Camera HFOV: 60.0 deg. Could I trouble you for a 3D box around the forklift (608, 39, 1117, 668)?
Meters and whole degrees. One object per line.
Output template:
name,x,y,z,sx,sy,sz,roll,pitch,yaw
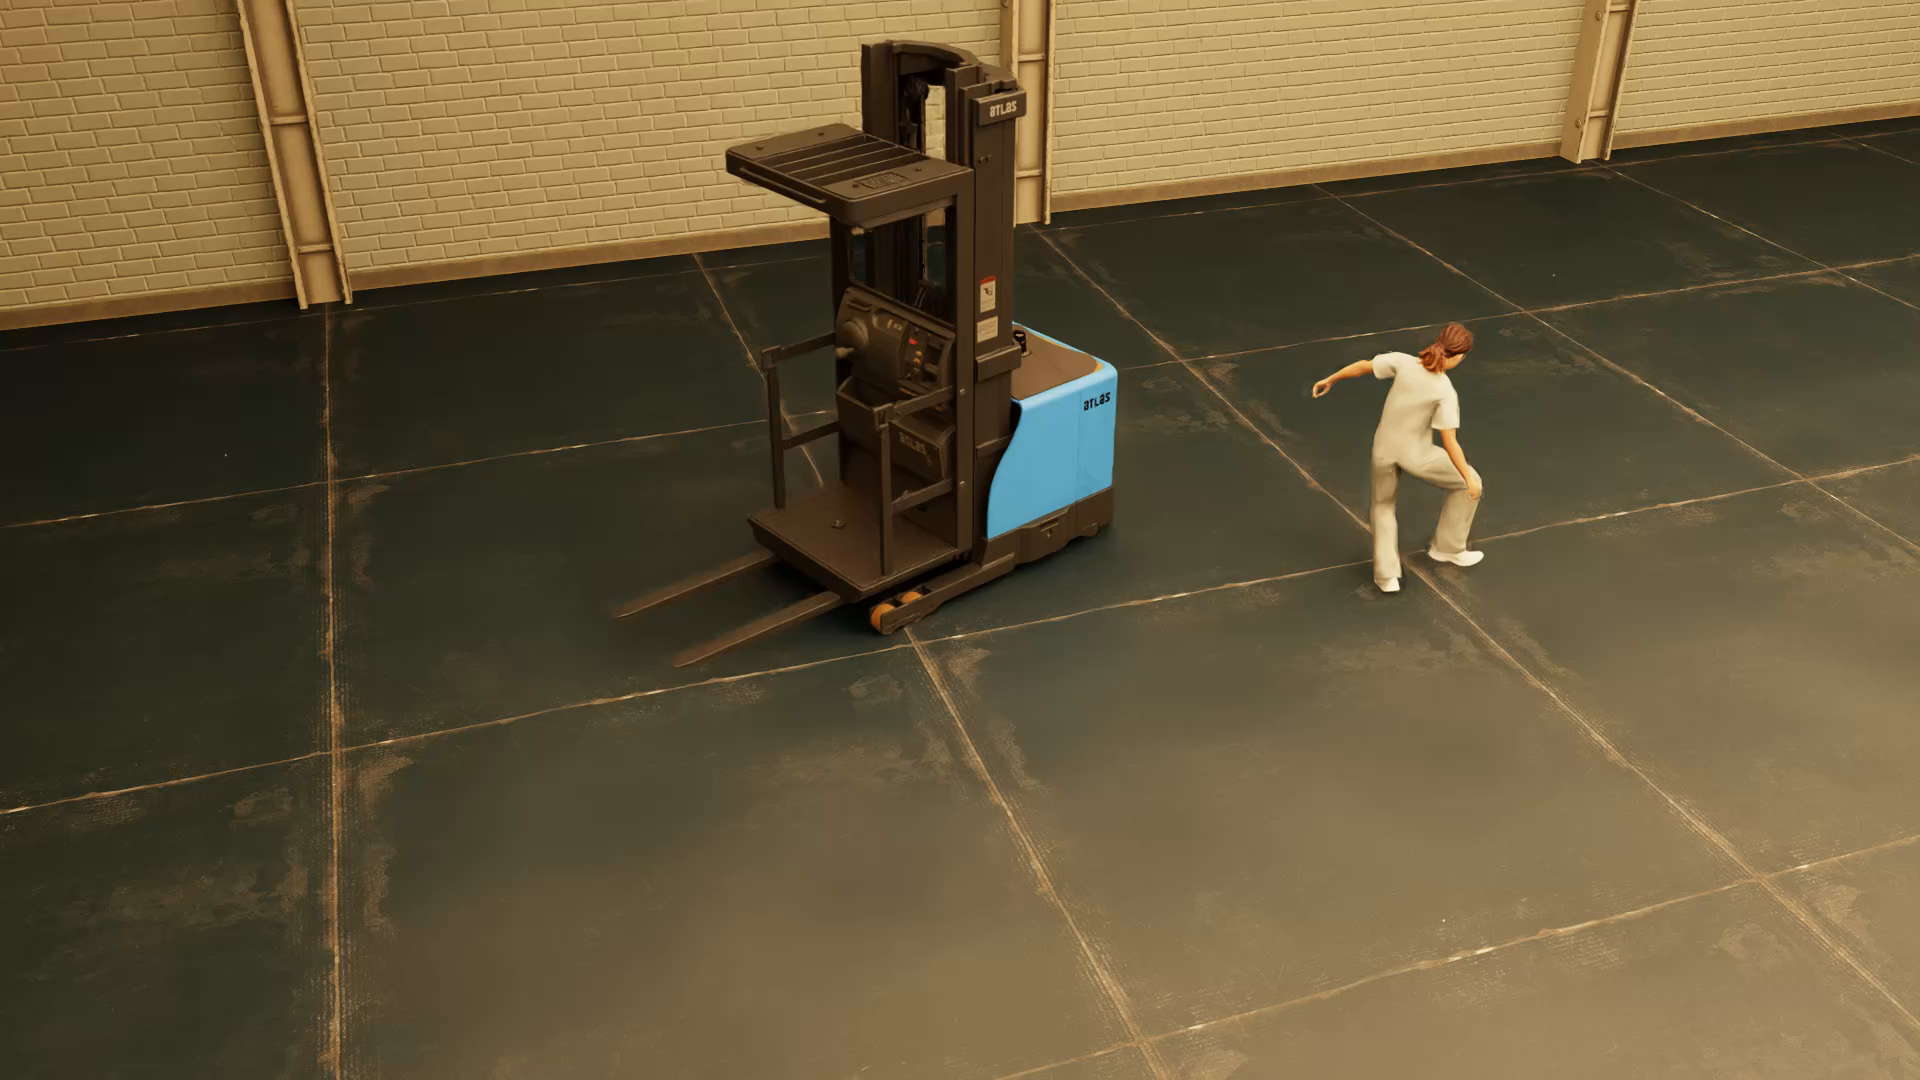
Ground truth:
forklift,-0.518,-1.048,8.908,3.031,2.935,1.130,-23,37,-34

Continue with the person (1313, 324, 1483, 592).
person,2.464,-0.481,9.416,1.069,1.591,0.603,21,36,32
